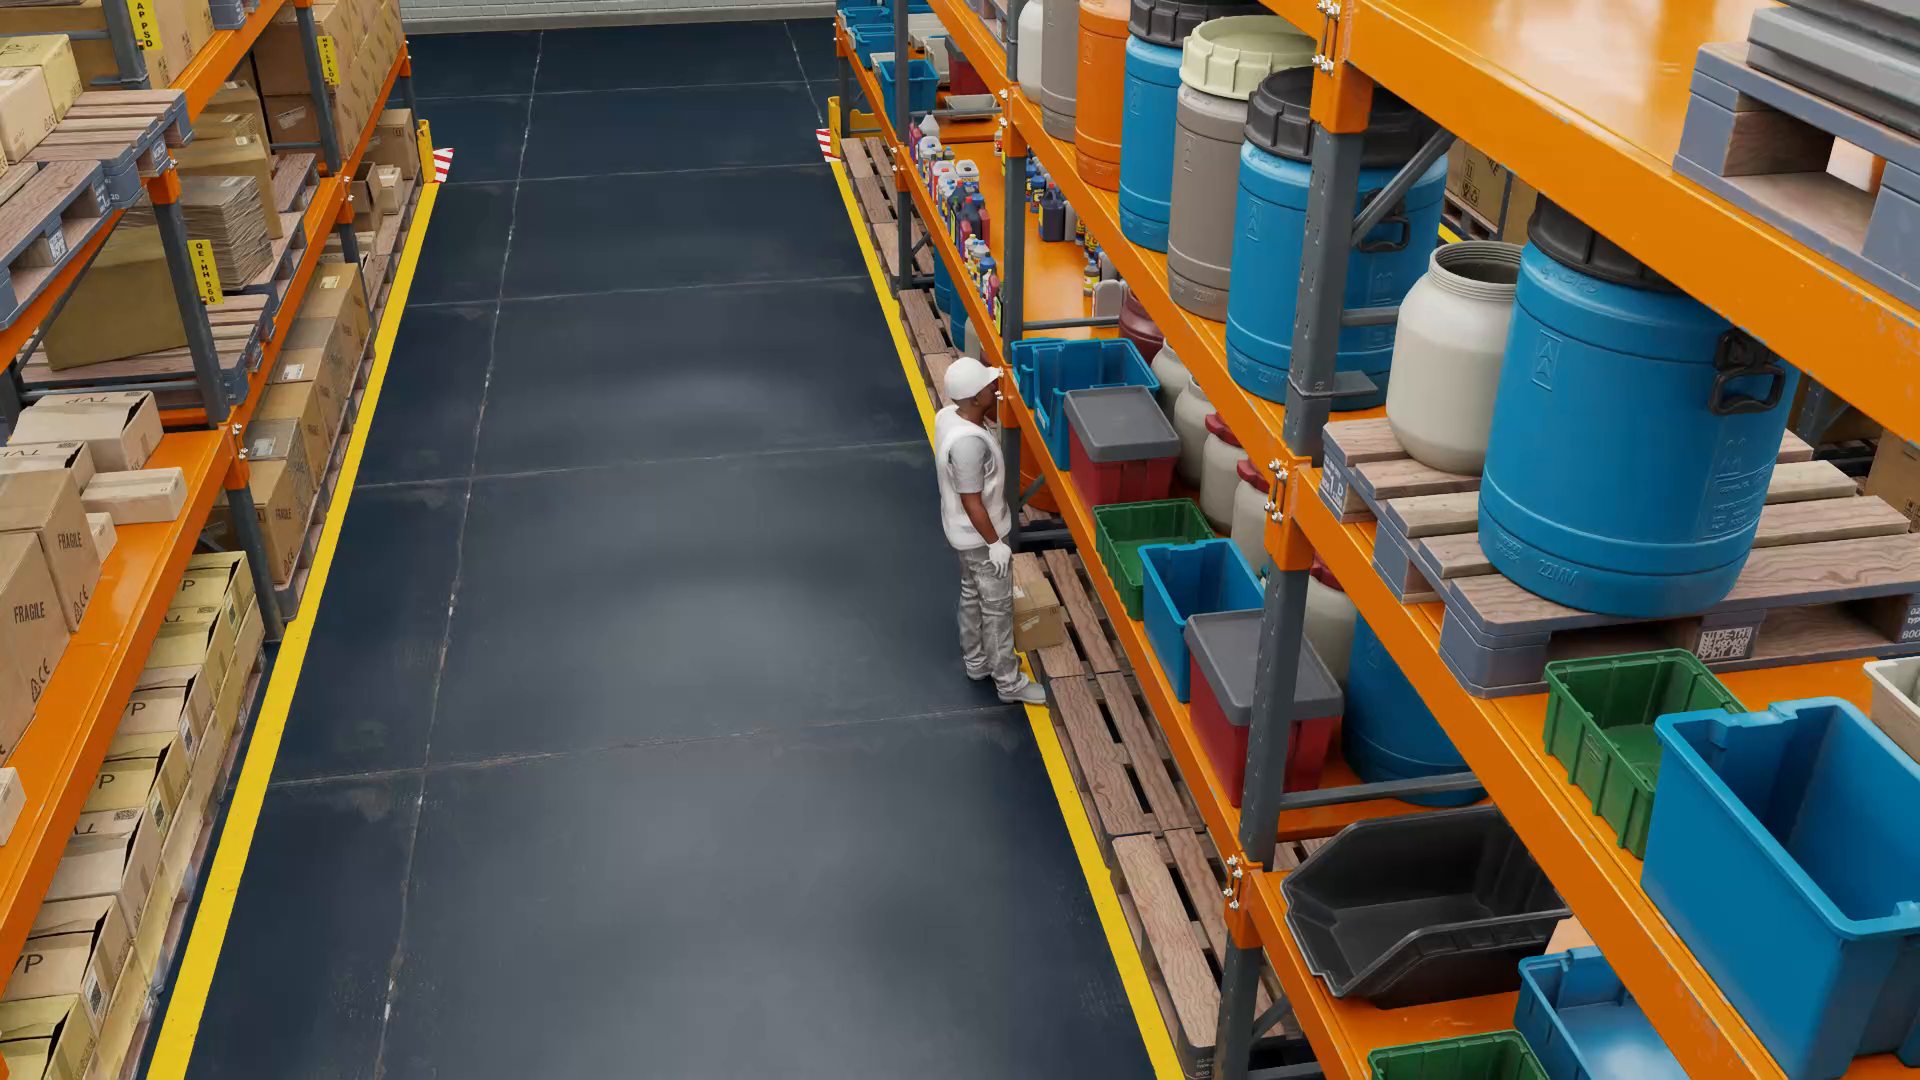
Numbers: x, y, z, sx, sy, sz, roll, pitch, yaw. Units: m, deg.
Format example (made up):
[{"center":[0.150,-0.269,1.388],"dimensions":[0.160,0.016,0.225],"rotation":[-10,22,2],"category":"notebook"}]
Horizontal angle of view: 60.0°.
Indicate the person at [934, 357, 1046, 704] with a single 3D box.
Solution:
[{"center":[0.169,-0.066,8.214],"dimensions":[0.575,1.786,0.656],"rotation":[-5,31,-9],"category":"person"}]
